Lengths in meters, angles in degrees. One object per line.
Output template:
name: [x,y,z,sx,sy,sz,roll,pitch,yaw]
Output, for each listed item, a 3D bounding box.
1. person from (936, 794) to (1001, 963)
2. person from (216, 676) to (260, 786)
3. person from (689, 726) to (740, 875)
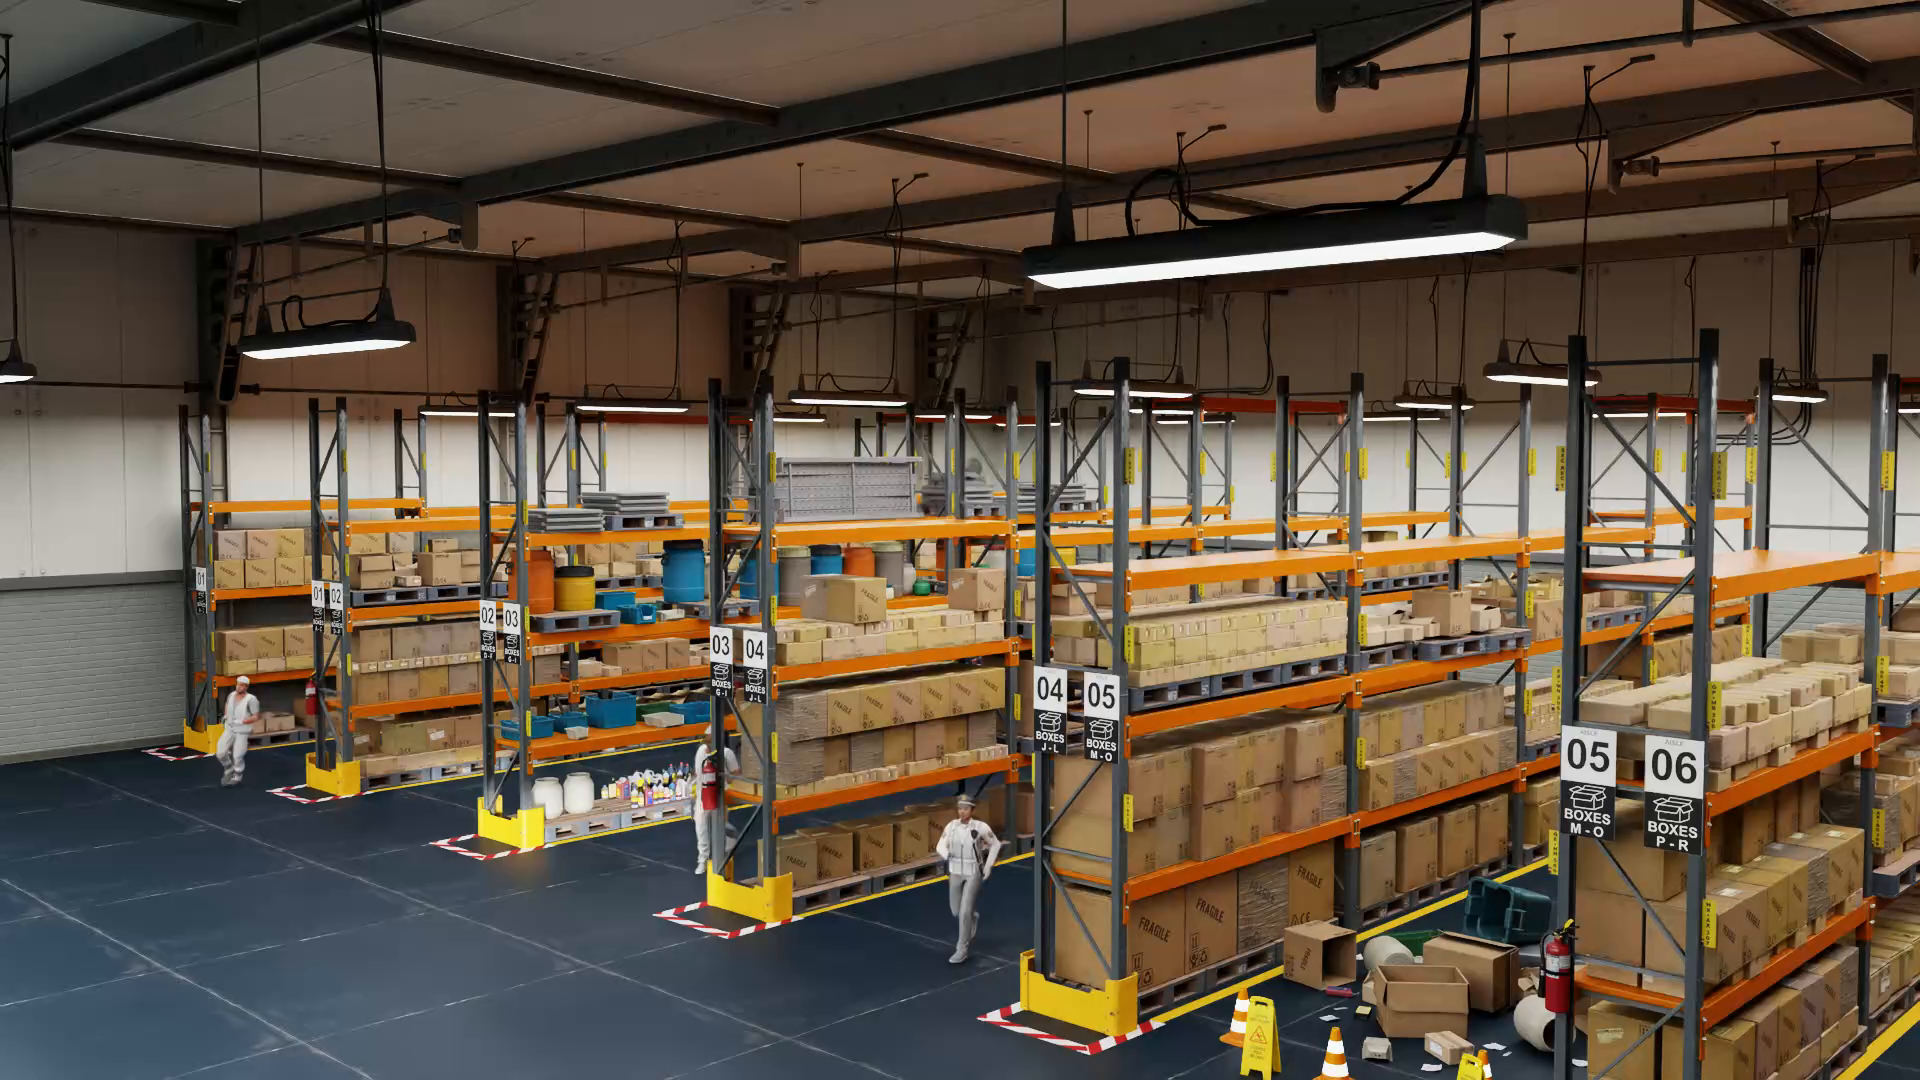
person: [0.078,3.415,17.055,0.634,1.673,0.815,1,3,21]
person: [-11.080,2.941,25.559,0.688,1.728,0.626,0,3,5]
person: [-3.070,3.190,20.722,0.682,1.783,0.941,1,3,16]
